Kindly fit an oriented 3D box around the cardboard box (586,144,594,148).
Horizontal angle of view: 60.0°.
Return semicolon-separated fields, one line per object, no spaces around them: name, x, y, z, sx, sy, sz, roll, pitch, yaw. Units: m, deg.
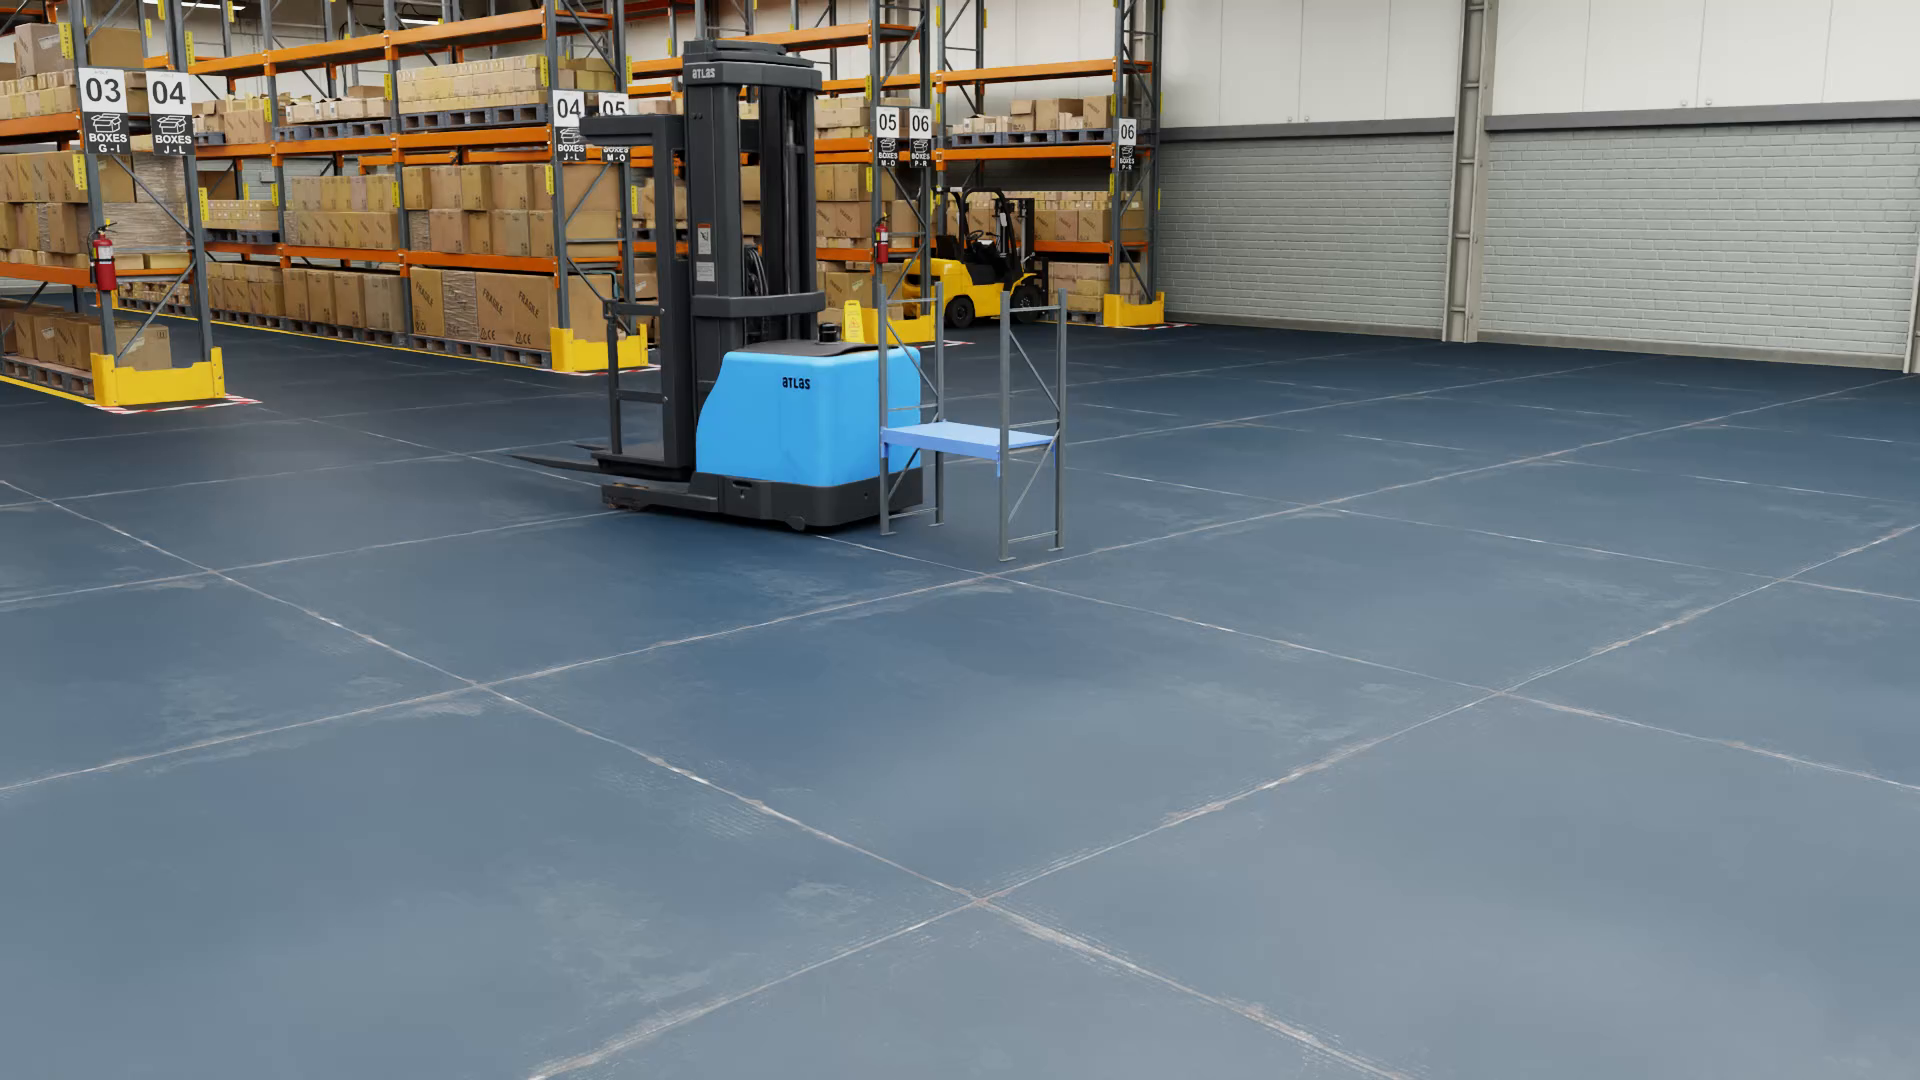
cardboard box;-6.066;-6.708;27.935;0.396;0.266;0.258;-11;16;-43

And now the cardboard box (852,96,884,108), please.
cardboard box;-1.259;-5.989;22.759;0.380;0.149;0.250;-11;16;-42

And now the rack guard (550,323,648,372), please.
rack guard;-4.306;-2.312;19.892;1.175;0.500;0.348;-11;16;-43

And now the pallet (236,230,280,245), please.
pallet;-10.416;-4.702;25.776;1.213;0.211;1.003;-11;16;-43

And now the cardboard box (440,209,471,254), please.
cardboard box;-6.137;-3.972;21.386;0.875;0.550;0.550;-11;16;-43

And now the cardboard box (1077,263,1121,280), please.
cardboard box;2.232;-4.308;26.686;0.500;0.250;0.500;-10;15;-41

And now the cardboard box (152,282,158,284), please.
cardboard box;-13.997;-4.587;29.293;0.250;0.149;0.380;11;16;43

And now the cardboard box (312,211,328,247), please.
cardboard box;-9.031;-4.505;24.097;0.500;0.500;0.500;-11;16;-43

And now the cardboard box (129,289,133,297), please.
cardboard box;-15.002;-4.536;30.518;0.380;0.149;0.250;-11;16;-43

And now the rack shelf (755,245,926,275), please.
rack shelf;-2.193;-4.183;24.566;1.077;0.370;4.000;-11;16;-43

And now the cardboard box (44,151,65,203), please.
cardboard box;-8.888;-3.665;16.805;0.500;0.500;0.500;-11;16;-43

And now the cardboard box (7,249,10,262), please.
cardboard box;-10.276;-3.144;18.362;0.380;0.149;0.250;-11;16;-43

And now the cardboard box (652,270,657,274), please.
cardboard box;-6.355;-5.646;35.619;0.396;0.266;0.258;-10;15;-41

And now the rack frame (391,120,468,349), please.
rack frame;-7.085;-4.123;22.490;1.000;3.000;0.127;-11;16;-43

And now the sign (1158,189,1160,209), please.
sign;3.181;-5.475;26.712;0.100;0.325;0.005;-11;16;-43

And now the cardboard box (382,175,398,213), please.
cardboard box;-7.432;-4.733;22.727;0.700;0.500;0.500;-11;16;-44

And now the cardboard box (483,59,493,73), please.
cardboard box;-5.500;-5.681;19.975;0.380;0.149;0.250;-11;16;-42

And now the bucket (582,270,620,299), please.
bucket;-5.323;-3.566;24.130;0.726;0.611;0.620;-5;3;-23

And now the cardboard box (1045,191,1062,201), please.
cardboard box;1.604;-5.607;27.099;0.380;0.149;0.250;-10;16;-41

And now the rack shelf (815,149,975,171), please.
rack shelf;-1.368;-6.929;30.457;1.077;0.370;4.000;-11;16;-43

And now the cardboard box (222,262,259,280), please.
cardboard box;-11.572;-4.342;26.850;0.500;0.250;0.500;-10;15;-40

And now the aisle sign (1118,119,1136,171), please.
aisle sign;2.608;-6.159;25.929;0.394;0.787;0.004;-11;16;-43

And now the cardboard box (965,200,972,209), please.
cardboard box;0.223;-5.766;28.608;0.380;0.149;0.250;-10;16;-41

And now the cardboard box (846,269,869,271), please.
cardboard box;-1.550;-3.705;24.378;0.500;0.500;0.500;11;16;43

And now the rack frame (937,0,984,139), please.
rack frame;0.013;-8.458;28.665;1.000;3.000;0.127;-11;16;-43

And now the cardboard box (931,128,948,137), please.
cardboard box;-0.431;-7.272;29.674;0.380;0.149;0.250;-11;16;-43

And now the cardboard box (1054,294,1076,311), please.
cardboard box;1.886;-3.893;27.149;0.500;0.250;0.500;-11;16;-43

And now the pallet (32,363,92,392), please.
pallet;-9.406;-1.810;18.172;1.003;0.211;1.213;-11;16;-43

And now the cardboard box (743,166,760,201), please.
cardboard box;-2.763;-5.263;24.560;0.700;0.500;0.500;-11;16;-44

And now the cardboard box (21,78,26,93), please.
cardboard box;-9.446;-4.688;17.184;0.250;0.149;0.380;11;16;42

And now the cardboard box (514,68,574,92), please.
cardboard box;-4.863;-5.368;19.445;0.500;0.250;0.500;-11;16;-42

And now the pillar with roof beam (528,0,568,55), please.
pillar with roof beam;-12.598;-10.129;36.773;9.100;9.000;0.548;-11;16;-43

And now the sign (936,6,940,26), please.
sign;-0.371;-8.877;28.187;0.100;0.325;0.005;-11;16;-43

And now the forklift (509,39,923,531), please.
forklift;-1.742;-1.698;10.888;3.031;2.935;1.130;8;14;34

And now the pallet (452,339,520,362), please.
pallet;-5.770;-2.457;21.316;1.003;0.211;1.213;-11;16;-43

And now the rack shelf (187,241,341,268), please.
rack shelf;-11.228;-4.646;26.813;1.077;0.370;4.000;-11;16;-43

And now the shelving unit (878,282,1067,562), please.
shelving unit;0.059;-0.722;9.700;0.538;1.500;1.048;-11;16;-43

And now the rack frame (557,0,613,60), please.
rack frame;-6.337;-8.350;28.138;1.000;3.000;0.127;-11;16;-43

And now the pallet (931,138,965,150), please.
pallet;-0.606;-7.022;29.603;1.217;0.209;0.805;11;16;43

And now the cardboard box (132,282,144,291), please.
cardboard box;-14.716;-4.593;30.061;0.380;0.149;0.250;-10;15;-41

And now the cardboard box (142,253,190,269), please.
cardboard box;-8.004;-2.815;16.762;0.380;0.149;0.250;-11;16;-43

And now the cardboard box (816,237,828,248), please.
cardboard box;-1.842;-4.241;23.684;0.380;0.149;0.250;-11;16;-42

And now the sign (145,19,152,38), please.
sign;-14.956;-9.422;30.636;0.100;0.325;0.005;-11;16;-43

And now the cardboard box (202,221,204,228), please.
cardboard box;-12.132;-5.138;26.999;0.380;0.149;0.250;-11;16;-42

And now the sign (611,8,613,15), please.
sign;-5.951;-8.923;28.410;0.100;0.325;0.005;-11;16;-43

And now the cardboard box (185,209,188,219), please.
cardboard box;-12.490;-5.360;27.338;0.380;0.149;0.250;-11;16;-44

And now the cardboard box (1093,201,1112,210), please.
cardboard box;2.333;-5.314;26.417;0.380;0.149;0.250;-11;16;-42

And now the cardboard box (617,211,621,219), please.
cardboard box;-5.457;-5.562;27.450;0.500;0.500;0.500;-11;16;-42

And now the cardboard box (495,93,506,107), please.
cardboard box;-5.323;-5.253;19.873;0.380;0.149;0.250;-11;16;-42

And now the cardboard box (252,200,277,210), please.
cardboard box;-10.517;-5.089;25.284;0.250;0.149;0.380;11;16;43

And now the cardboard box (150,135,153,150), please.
cardboard box;-13.480;-6.795;28.396;0.500;0.250;0.500;-11;16;-43

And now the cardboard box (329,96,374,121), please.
cardboard box;-8.454;-6.028;23.237;0.500;0.311;0.500;11;16;43

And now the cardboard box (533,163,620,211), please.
cardboard box;-4.551;-4.201;19.822;0.875;0.550;0.550;-11;16;-43
